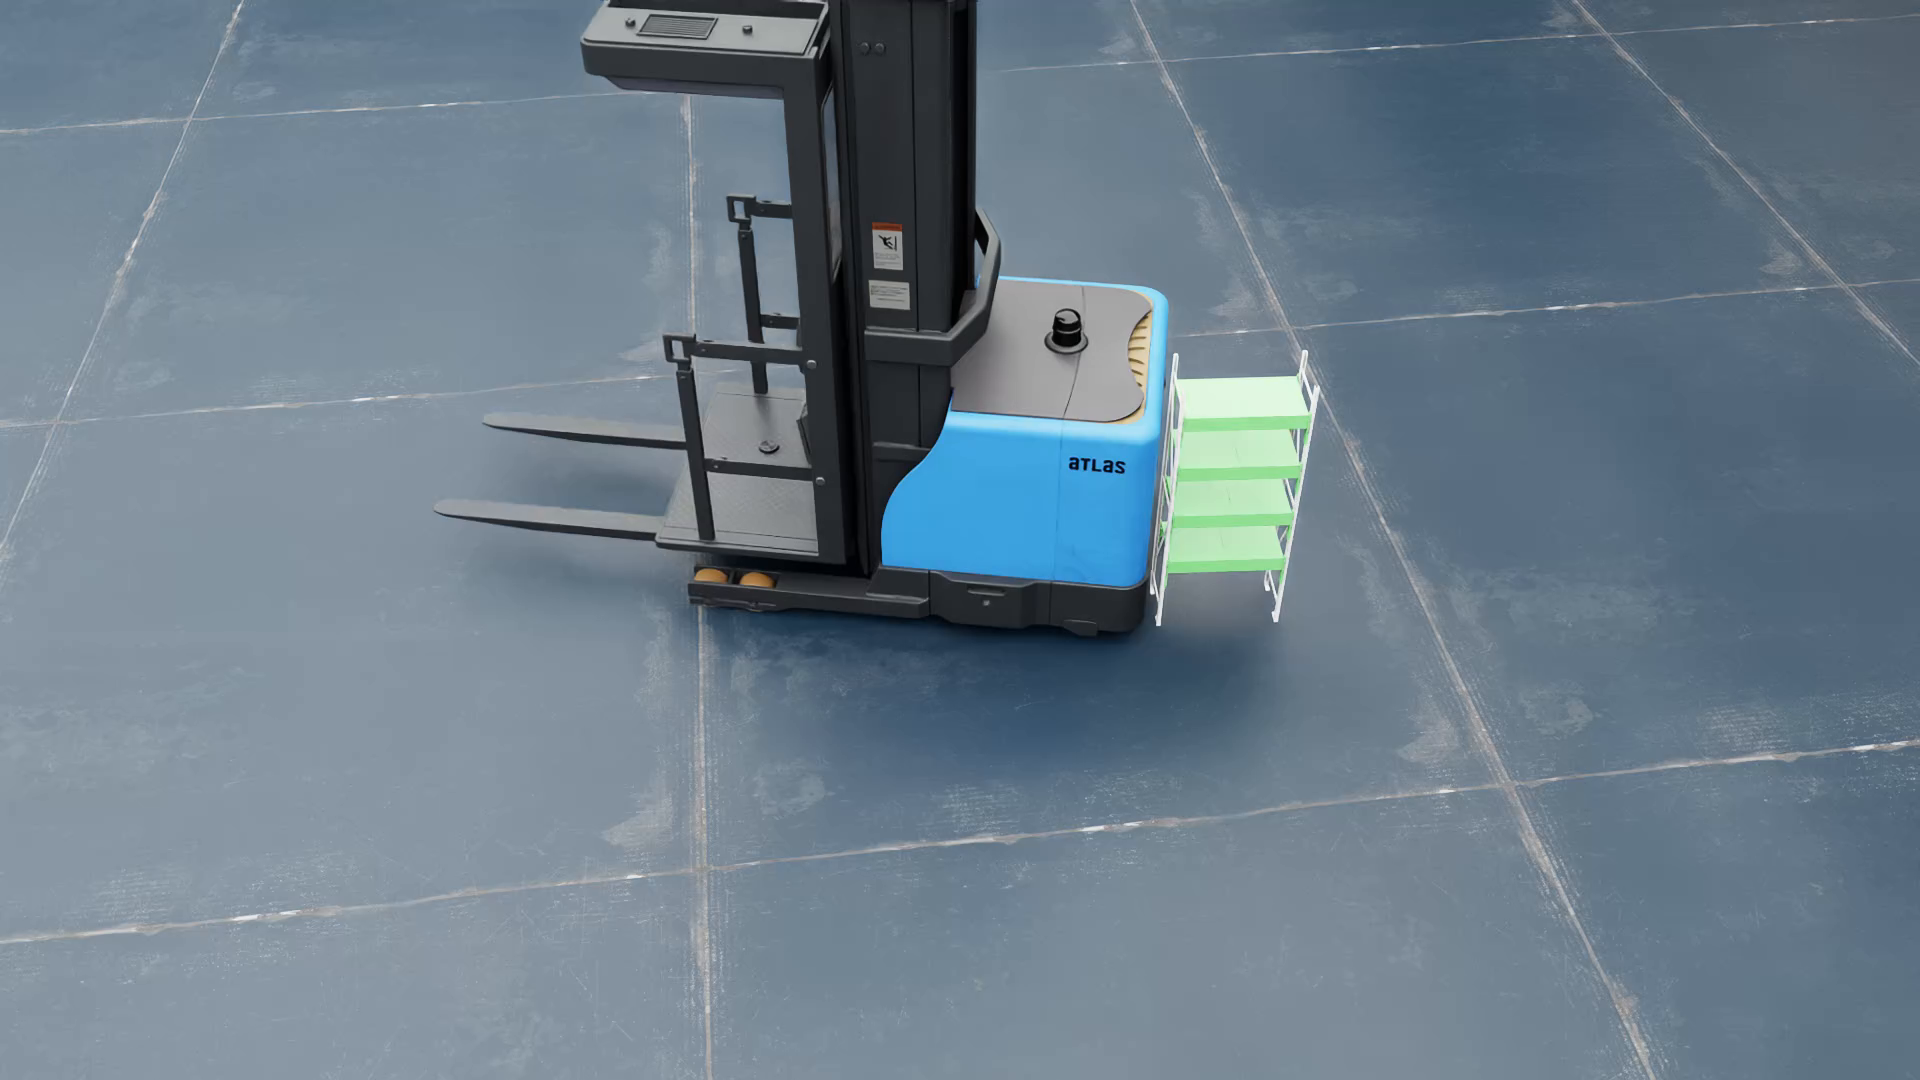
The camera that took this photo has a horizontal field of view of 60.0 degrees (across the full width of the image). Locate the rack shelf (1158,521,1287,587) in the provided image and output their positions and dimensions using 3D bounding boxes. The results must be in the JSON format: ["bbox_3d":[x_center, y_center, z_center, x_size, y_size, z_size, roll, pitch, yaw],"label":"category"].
[{"bbox_3d":[1.057,0.047,6.756,0.480,0.148,0.258,-2,42,-2],"label":"rack shelf"}]

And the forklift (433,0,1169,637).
[{"bbox_3d":[-0.694,-1.136,6.321,3.031,2.935,1.130,5,42,6],"label":"forklift"}]

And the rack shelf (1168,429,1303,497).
[{"bbox_3d":[1.057,-0.310,6.435,0.480,0.148,0.258,-2,42,-2],"label":"rack shelf"}]

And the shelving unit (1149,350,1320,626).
[{"bbox_3d":[1.057,-0.179,6.553,0.503,1.200,0.258,-2,42,-2],"label":"shelving unit"}]

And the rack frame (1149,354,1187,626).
[{"bbox_3d":[0.813,-0.172,6.545,0.015,1.200,0.240,-2,42,-2],"label":"rack frame"}]

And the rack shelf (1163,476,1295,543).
[{"bbox_3d":[1.057,-0.132,6.596,0.480,0.148,0.258,-2,42,-2],"label":"rack shelf"}]

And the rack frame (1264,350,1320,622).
[{"bbox_3d":[1.301,-0.186,6.561,0.015,1.200,0.240,-2,42,-2],"label":"rack frame"}]

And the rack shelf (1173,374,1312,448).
[{"bbox_3d":[1.057,-0.488,6.274,0.480,0.148,0.258,-2,42,-2],"label":"rack shelf"}]
